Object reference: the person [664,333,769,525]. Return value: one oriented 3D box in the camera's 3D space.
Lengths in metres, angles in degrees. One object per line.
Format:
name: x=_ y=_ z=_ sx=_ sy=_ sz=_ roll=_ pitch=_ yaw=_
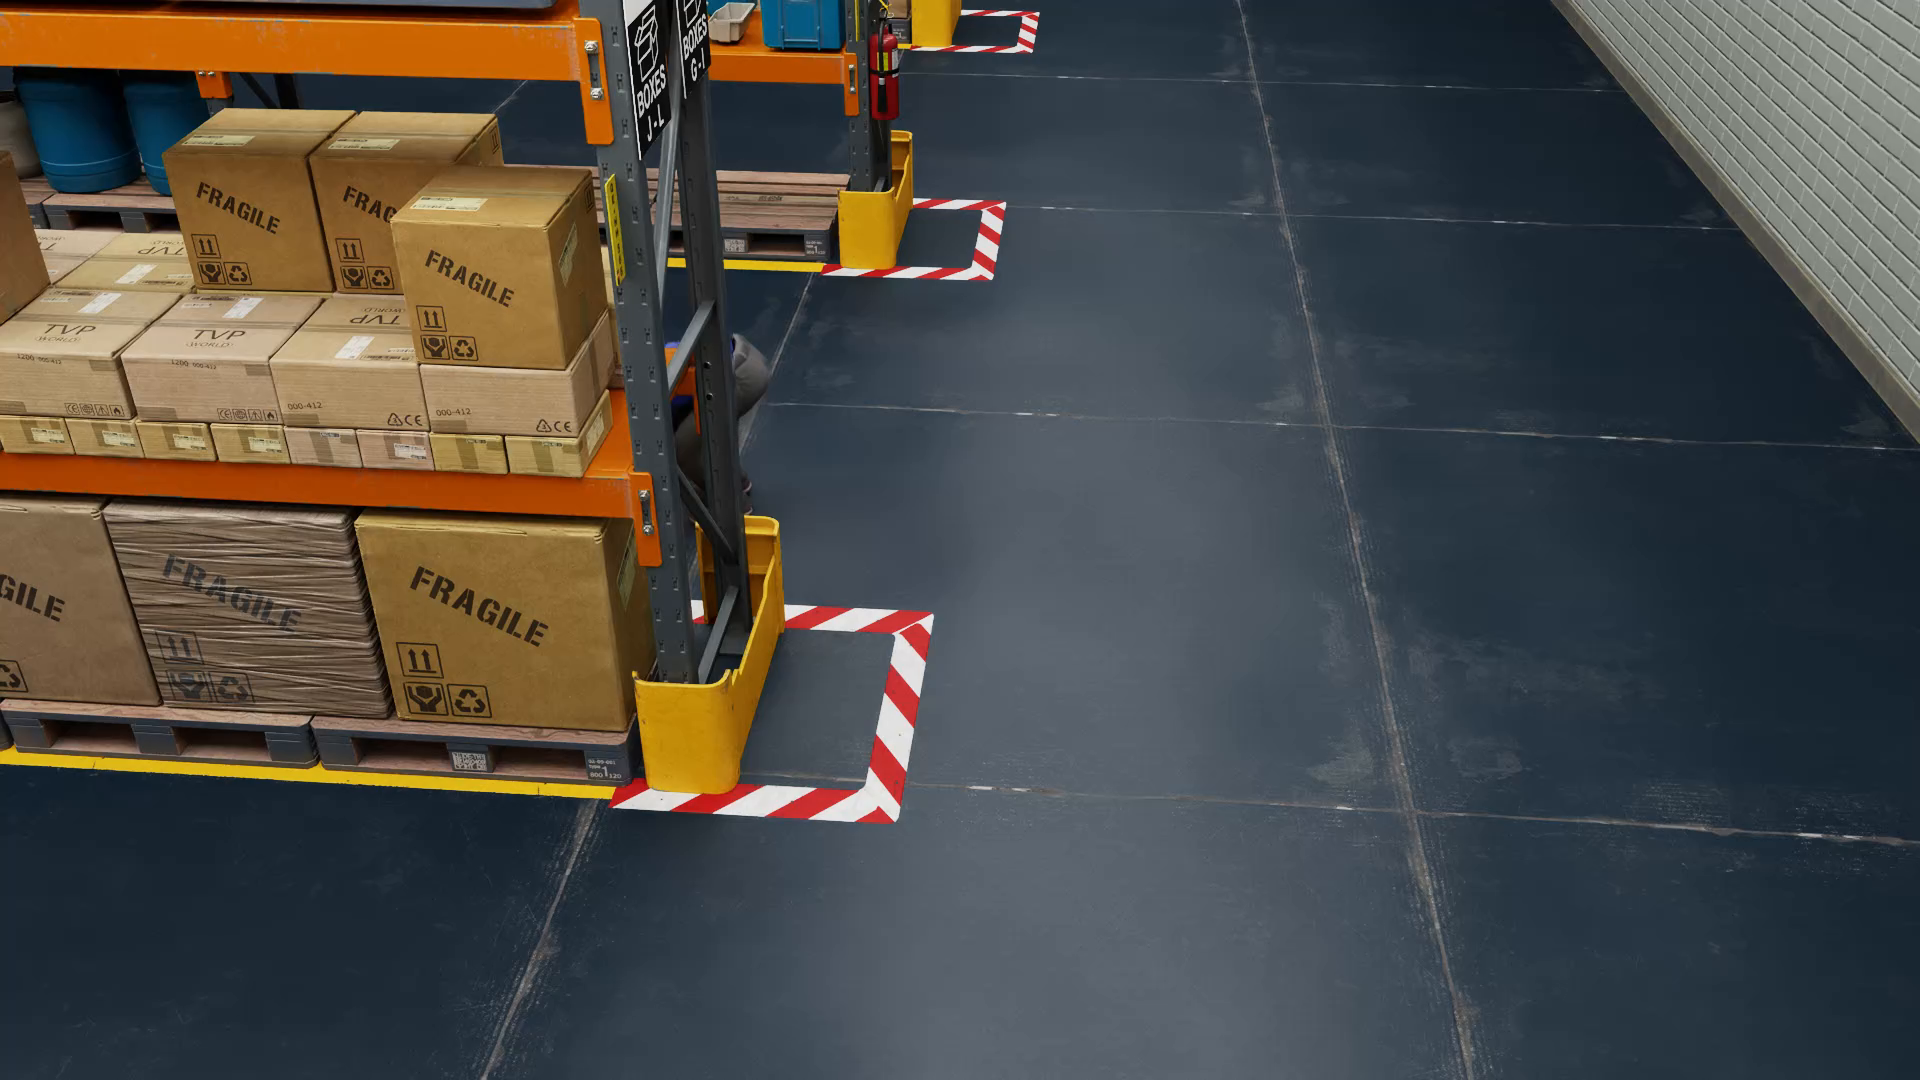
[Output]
person: x=-1.303 y=-0.507 z=7.695 sx=0.866 sy=0.866 sz=0.464 roll=-6 pitch=33 yaw=-10
